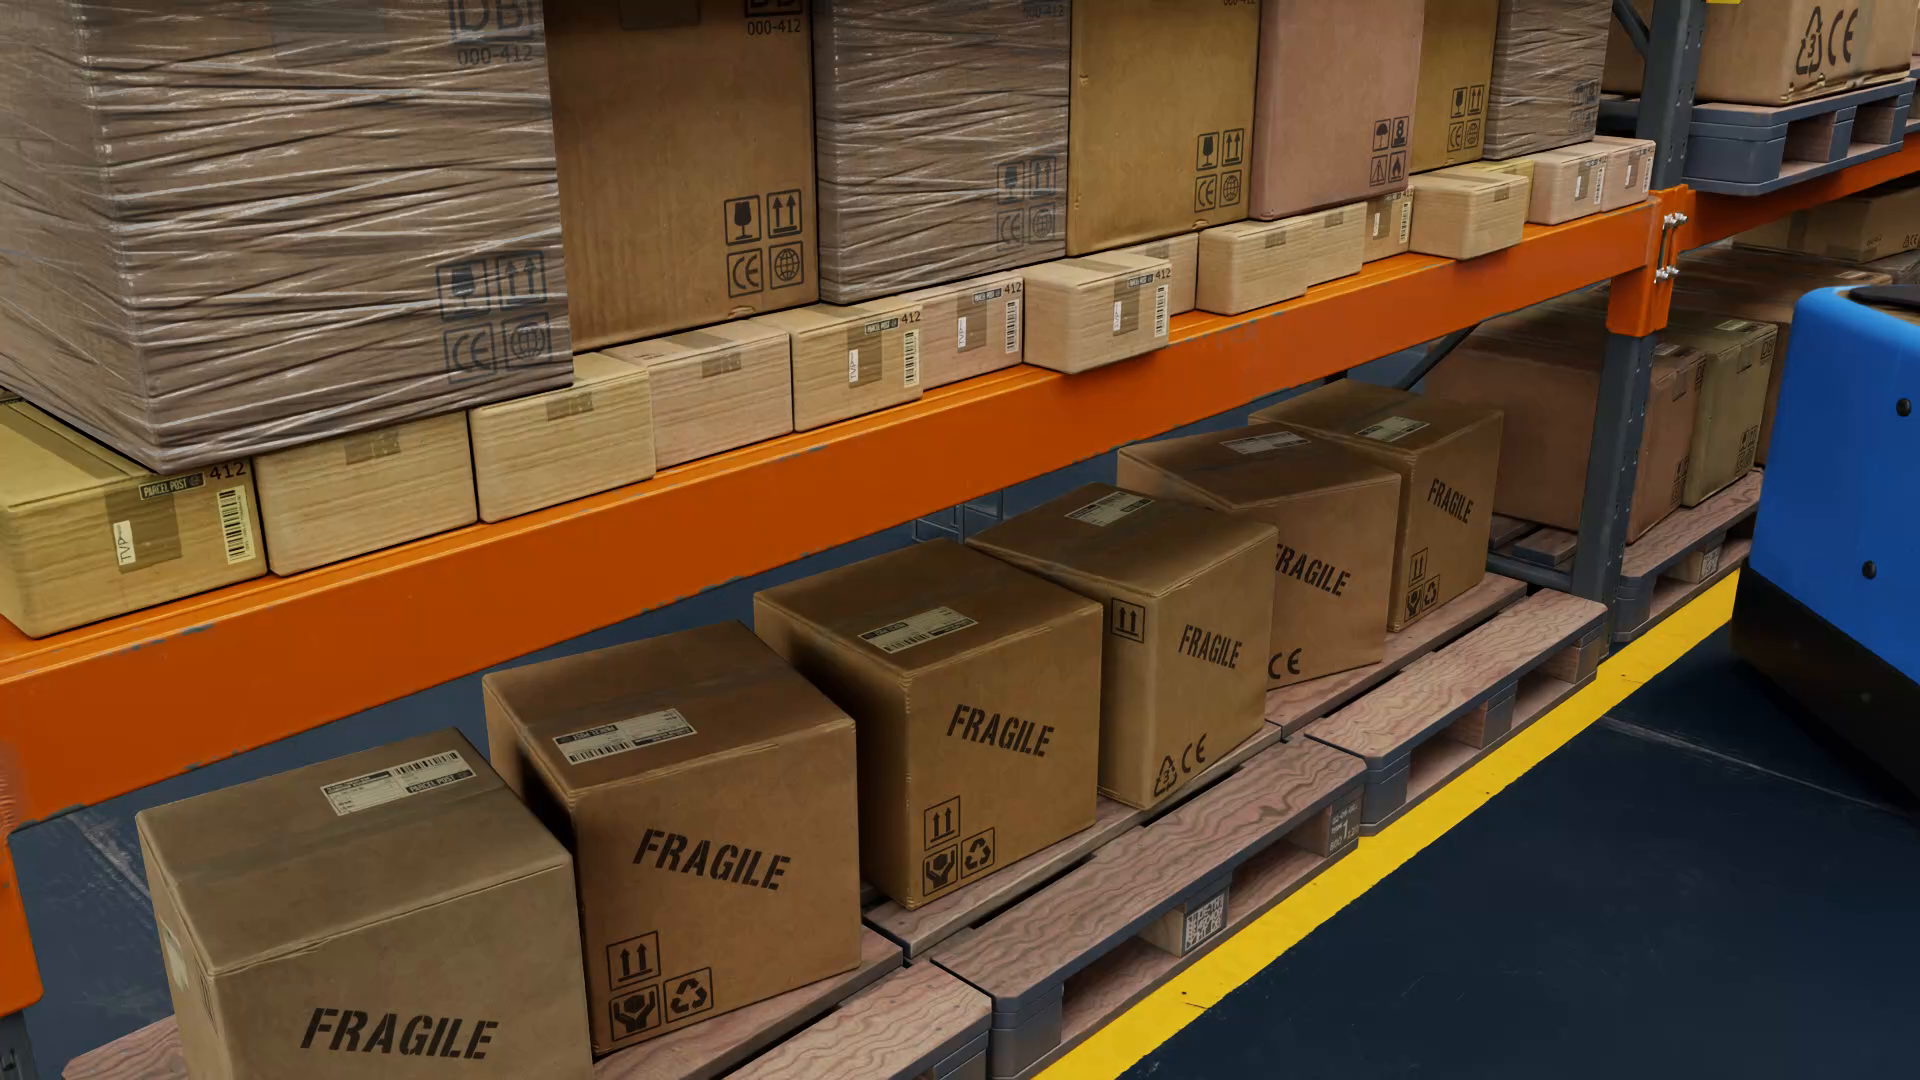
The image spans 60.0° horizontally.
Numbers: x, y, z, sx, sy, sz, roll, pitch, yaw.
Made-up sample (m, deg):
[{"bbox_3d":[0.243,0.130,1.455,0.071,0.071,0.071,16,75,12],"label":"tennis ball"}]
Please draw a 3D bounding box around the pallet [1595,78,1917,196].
[{"bbox_3d":[2.072,-1.247,4.905,1.003,0.211,1.213,19,28,41],"label":"pallet"}]

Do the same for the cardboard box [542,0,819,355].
[{"bbox_3d":[-0.690,-0.627,2.470,0.875,0.500,0.500,19,28,41],"label":"cardboard box"}]

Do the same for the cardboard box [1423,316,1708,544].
[{"bbox_3d":[1.878,-0.367,5.220,0.700,0.500,0.500,17,27,37],"label":"cardboard box"}]

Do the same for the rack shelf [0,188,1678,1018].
[{"bbox_3d":[0.039,-0.326,3.245,1.077,0.370,4.000,19,28,41],"label":"rack shelf"}]

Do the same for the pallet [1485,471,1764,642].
[{"bbox_3d":[1.977,-0.075,5.476,1.003,0.211,1.213,19,28,41],"label":"pallet"}]

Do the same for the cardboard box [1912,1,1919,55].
[{"bbox_3d":[3.255,-1.842,5.787,0.396,0.266,0.258,18,28,39],"label":"cardboard box"}]

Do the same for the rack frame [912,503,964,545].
[{"bbox_3d":[-0.074,-0.533,5.288,0.240,1.200,0.006,19,28,41],"label":"rack frame"}]

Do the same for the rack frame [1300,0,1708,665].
[{"bbox_3d":[1.435,-1.176,4.454,1.000,3.000,0.127,19,28,41],"label":"rack frame"}]

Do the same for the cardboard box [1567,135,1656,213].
[{"bbox_3d":[1.495,-0.930,4.164,0.380,0.149,0.250,19,28,41],"label":"cardboard box"}]

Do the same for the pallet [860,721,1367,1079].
[{"bbox_3d":[0.140,0.622,3.662,1.003,0.211,1.213,19,28,41],"label":"pallet"}]

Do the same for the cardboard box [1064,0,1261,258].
[{"bbox_3d":[0.047,-0.870,3.103,0.875,0.500,0.500,19,28,41],"label":"cardboard box"}]

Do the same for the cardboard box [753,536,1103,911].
[{"bbox_3d":[-0.065,0.348,3.387,0.500,0.500,0.500,-17,27,-37],"label":"cardboard box"}]

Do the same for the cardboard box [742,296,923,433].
[{"bbox_3d":[-0.274,-0.296,2.515,0.380,0.149,0.250,19,28,41],"label":"cardboard box"}]

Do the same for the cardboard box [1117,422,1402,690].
[{"bbox_3d":[0.733,0.036,4.198,0.500,0.500,0.500,-11,23,-25],"label":"cardboard box"}]

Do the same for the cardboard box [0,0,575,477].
[{"bbox_3d":[-0.952,-0.468,2.057,0.875,0.500,0.500,19,28,41],"label":"cardboard box"}]

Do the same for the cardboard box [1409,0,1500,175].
[{"bbox_3d":[0.702,-1.142,3.811,0.875,0.500,0.500,19,28,41],"label":"cardboard box"}]

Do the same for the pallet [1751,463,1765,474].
[{"bbox_3d":[2.828,-0.390,6.296,1.003,0.211,1.213,19,28,41],"label":"pallet"}]

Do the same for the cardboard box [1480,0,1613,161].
[{"bbox_3d":[1.076,-1.262,4.122,0.875,0.500,0.500,19,28,41],"label":"cardboard box"}]

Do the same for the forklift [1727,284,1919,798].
[{"bbox_3d":[3.678,-0.901,3.833,3.031,2.935,1.130,-2,21,-5],"label":"forklift"}]

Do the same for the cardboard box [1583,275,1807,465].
[{"bbox_3d":[2.615,-0.629,5.901,0.700,0.500,0.500,16,26,36],"label":"cardboard box"}]

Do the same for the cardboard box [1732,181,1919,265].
[{"bbox_3d":[3.416,-1.274,6.535,0.500,0.250,0.500,-16,26,-36],"label":"cardboard box"}]

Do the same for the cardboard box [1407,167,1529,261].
[{"bbox_3d":[1.002,-0.727,3.635,0.380,0.149,0.250,19,28,41],"label":"cardboard box"}]

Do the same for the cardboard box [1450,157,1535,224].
[{"bbox_3d":[1.097,-0.819,3.875,0.380,0.149,0.250,19,28,41],"label":"cardboard box"}]

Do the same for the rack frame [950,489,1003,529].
[{"bbox_3d":[0.054,-0.580,5.411,0.240,1.200,0.006,19,28,41],"label":"rack frame"}]

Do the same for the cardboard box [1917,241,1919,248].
[{"bbox_3d":[3.772,-1.066,7.038,0.700,0.500,0.500,17,27,38],"label":"cardboard box"}]

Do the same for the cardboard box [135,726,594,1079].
[{"bbox_3d":[-0.908,0.666,2.559,0.500,0.500,0.500,-14,25,-32],"label":"cardboard box"}]

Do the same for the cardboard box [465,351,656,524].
[{"bbox_3d":[-0.613,-0.164,2.171,0.380,0.149,0.250,19,28,41],"label":"cardboard box"}]

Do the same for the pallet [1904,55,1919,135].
[{"bbox_3d":[2.873,-1.596,5.813,1.003,0.211,1.213,19,28,41],"label":"pallet"}]

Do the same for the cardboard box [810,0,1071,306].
[{"bbox_3d":[-0.310,-0.744,2.776,0.875,0.500,0.500,19,28,41],"label":"cardboard box"}]

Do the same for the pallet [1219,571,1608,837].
[{"bbox_3d":[0.991,0.307,4.482,1.003,0.211,1.213,19,28,41],"label":"pallet"}]

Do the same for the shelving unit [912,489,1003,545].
[{"bbox_3d":[-0.010,-0.556,5.350,0.258,1.200,0.189,19,28,41],"label":"shelving unit"}]

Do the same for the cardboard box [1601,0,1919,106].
[{"bbox_3d":[2.089,-1.822,4.711,1.000,1.000,1.000,19,28,41],"label":"cardboard box"}]

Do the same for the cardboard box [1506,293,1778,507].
[{"bbox_3d":[2.225,-0.485,5.527,0.700,0.500,0.500,19,28,40],"label":"cardboard box"}]

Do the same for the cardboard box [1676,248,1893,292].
[{"bbox_3d":[3.004,-0.773,6.275,0.500,0.500,0.700,-17,27,-38],"label":"cardboard box"}]

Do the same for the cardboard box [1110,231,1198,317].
[{"bbox_3d":[0.209,-0.503,3.053,0.380,0.149,0.250,19,28,41],"label":"cardboard box"}]

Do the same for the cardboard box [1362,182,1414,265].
[{"bbox_3d":[0.733,-0.696,3.554,0.380,0.149,0.250,19,28,41],"label":"cardboard box"}]

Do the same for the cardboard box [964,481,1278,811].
[{"bbox_3d":[0.356,0.216,3.731,0.500,0.500,0.500,16,26,36],"label":"cardboard box"}]

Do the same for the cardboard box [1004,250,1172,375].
[{"bbox_3d":[0.130,-0.406,2.799,0.380,0.149,0.250,19,28,41],"label":"cardboard box"}]

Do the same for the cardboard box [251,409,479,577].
[{"bbox_3d":[-0.798,-0.104,2.014,0.380,0.149,0.250,19,28,41],"label":"cardboard box"}]

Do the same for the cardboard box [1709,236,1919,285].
[{"bbox_3d":[3.394,-0.920,6.658,0.700,0.500,0.500,16,26,36],"label":"cardboard box"}]

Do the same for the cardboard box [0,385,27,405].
[{"bbox_3d":[-1.305,-0.156,2.149,0.380,0.149,0.250,19,28,41],"label":"cardboard box"}]

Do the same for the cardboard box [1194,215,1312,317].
[{"bbox_3d":[0.438,-0.548,3.170,0.380,0.149,0.250,19,28,41],"label":"cardboard box"}]

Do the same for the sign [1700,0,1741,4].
[{"bbox_3d":[1.829,-1.447,3.950,0.100,0.325,0.005,19,28,41],"label":"sign"}]

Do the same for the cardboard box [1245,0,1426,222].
[{"bbox_3d":[0.426,-0.988,3.411,0.875,0.500,0.500,19,28,41],"label":"cardboard box"}]

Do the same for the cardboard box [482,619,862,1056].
[{"bbox_3d":[-0.516,0.504,2.981,0.500,0.500,0.500,-12,24,-28],"label":"cardboard box"}]

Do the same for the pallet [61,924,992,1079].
[{"bbox_3d":[-0.711,0.934,2.850,1.003,0.211,1.213,19,28,41],"label":"pallet"}]

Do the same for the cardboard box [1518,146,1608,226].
[{"bbox_3d":[1.314,-0.868,4.003,0.380,0.149,0.250,19,28,41],"label":"cardboard box"}]

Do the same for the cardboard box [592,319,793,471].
[{"bbox_3d":[-0.453,-0.234,2.352,0.380,0.149,0.250,19,28,41],"label":"cardboard box"}]

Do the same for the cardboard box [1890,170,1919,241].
[{"bbox_3d":[3.779,-1.413,6.896,0.500,0.250,0.500,-19,28,-40],"label":"cardboard box"}]

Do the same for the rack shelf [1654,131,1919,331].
[{"bbox_3d":[2.830,-1.355,5.921,1.077,0.370,4.000,19,28,41],"label":"rack shelf"}]

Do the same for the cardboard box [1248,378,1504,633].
[{"bbox_3d":[1.127,-0.113,4.586,0.500,0.500,0.500,18,28,39],"label":"cardboard box"}]

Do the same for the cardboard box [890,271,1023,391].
[{"bbox_3d":[-0.119,-0.367,2.700,0.380,0.149,0.250,19,28,41],"label":"cardboard box"}]

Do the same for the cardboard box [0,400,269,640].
[{"bbox_3d":[-0.986,-0.044,1.859,0.380,0.149,0.250,19,28,41],"label":"cardboard box"}]

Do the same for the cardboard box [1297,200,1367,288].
[{"bbox_3d":[0.588,-0.621,3.360,0.380,0.149,0.250,19,28,41],"label":"cardboard box"}]
